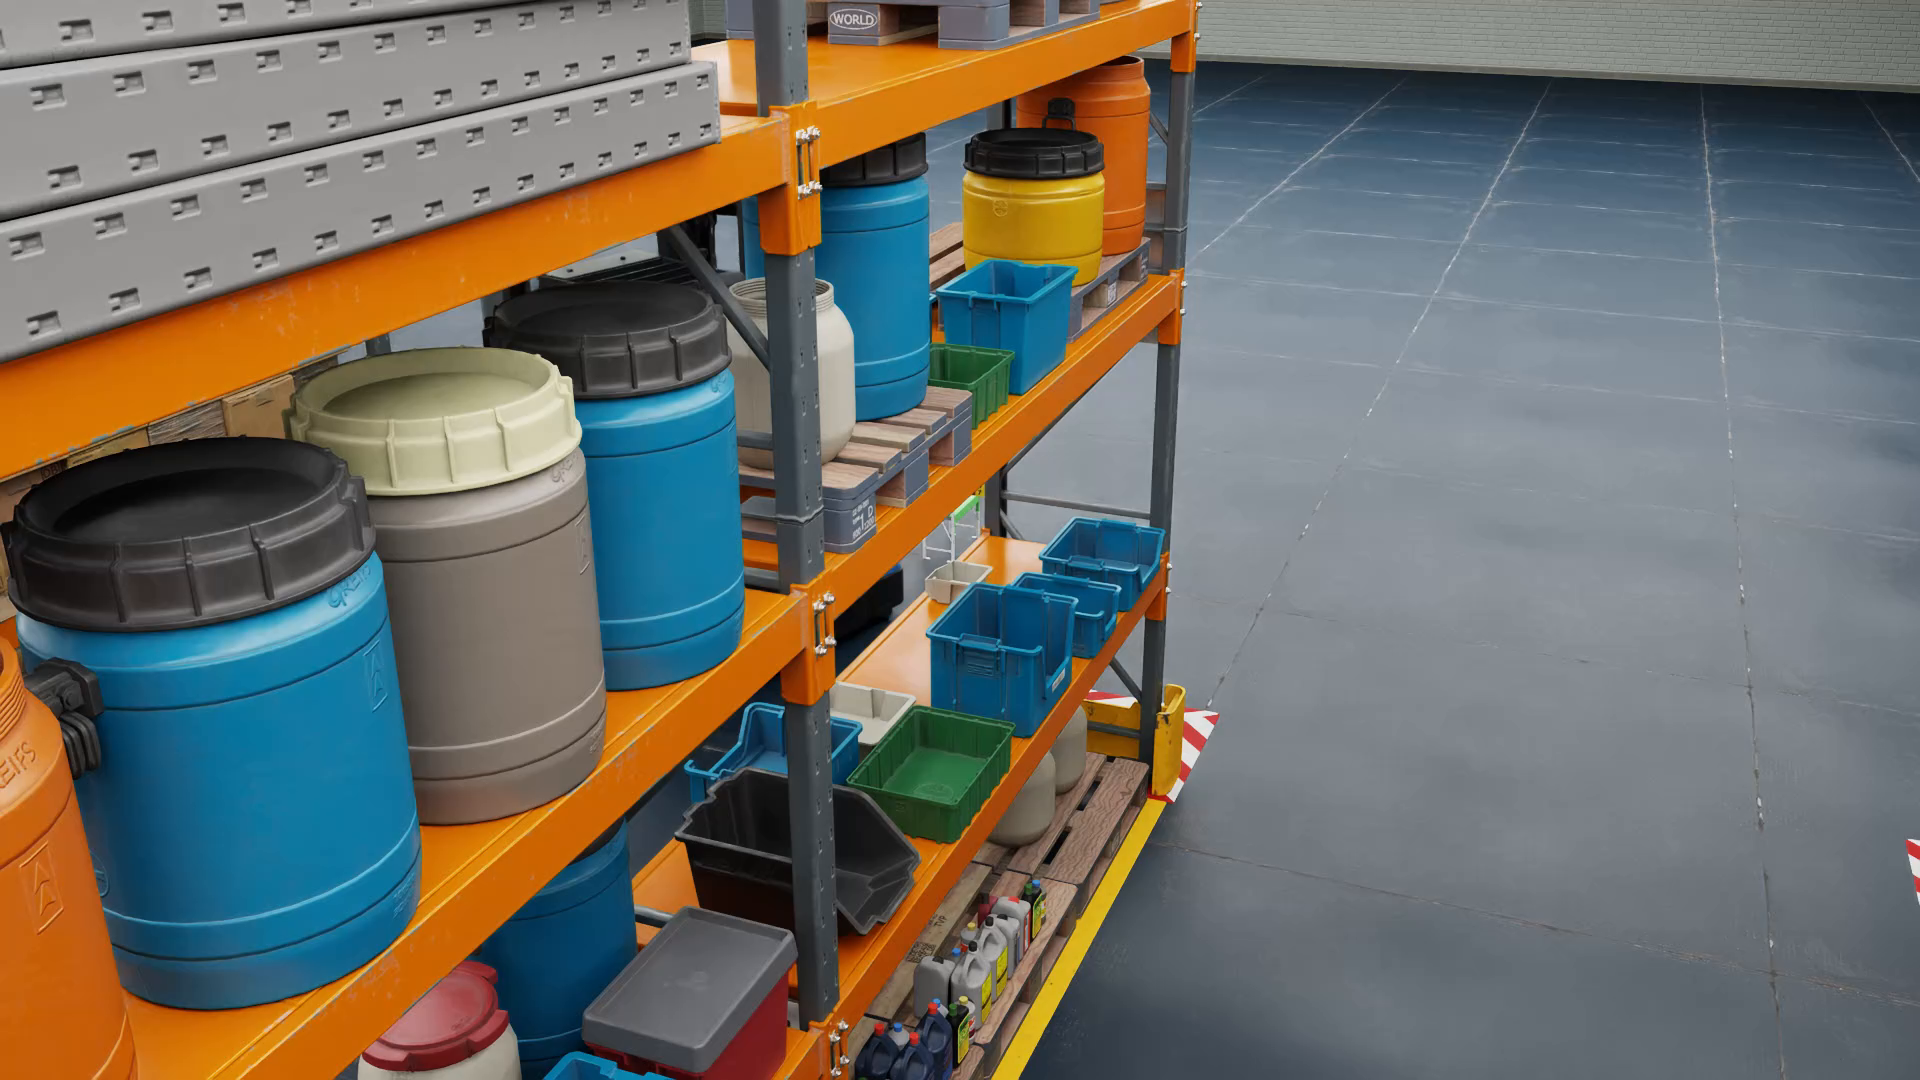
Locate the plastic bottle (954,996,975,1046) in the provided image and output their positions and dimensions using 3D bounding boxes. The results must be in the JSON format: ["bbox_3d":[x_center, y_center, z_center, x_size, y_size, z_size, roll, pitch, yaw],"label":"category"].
[{"bbox_3d":[0.014,1.947,6.758,0.097,0.201,0.097,0,23,0],"label":"plastic bottle"}]

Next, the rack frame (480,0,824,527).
[{"bbox_3d":[-0.868,-1.515,4.202,1.000,3.000,0.127,9,24,20],"label":"rack frame"}]

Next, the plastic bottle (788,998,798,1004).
[{"bbox_3d":[-0.705,1.817,6.875,0.144,0.351,0.185,9,24,20],"label":"plastic bottle"}]

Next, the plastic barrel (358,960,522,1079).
[{"bbox_3d":[-1.427,1.502,4.587,0.433,0.535,0.433,0,23,0],"label":"plastic barrel"}]

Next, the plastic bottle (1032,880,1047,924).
[{"bbox_3d":[0.342,1.630,7.516,0.097,0.201,0.097,0,23,0],"label":"plastic bottle"}]

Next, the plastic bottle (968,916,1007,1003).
[{"bbox_3d":[0.114,1.757,7.018,0.144,0.351,0.185,10,25,22],"label":"plastic bottle"}]

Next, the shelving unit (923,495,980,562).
[{"bbox_3d":[-0.061,-0.494,11.877,0.258,1.200,0.503,9,24,20],"label":"shelving unit"}]

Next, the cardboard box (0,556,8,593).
[{"bbox_3d":[-5.024,0.035,7.759,0.875,0.500,0.500,9,24,20],"label":"cardboard box"}]

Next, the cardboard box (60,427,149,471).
[{"bbox_3d":[-4.708,-0.332,8.637,0.875,0.500,0.500,9,24,20],"label":"cardboard box"}]

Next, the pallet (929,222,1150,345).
[{"bbox_3d":[0.219,-1.193,7.568,1.003,0.211,1.213,9,24,20],"label":"pallet"}]

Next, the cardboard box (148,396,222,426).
[{"bbox_3d":[-4.324,-0.941,8.799,0.500,0.500,0.500,9,24,20],"label":"cardboard box"}]

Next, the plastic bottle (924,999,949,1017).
[{"bbox_3d":[-0.093,1.954,6.649,0.097,0.271,0.097,0,23,0],"label":"plastic bottle"}]

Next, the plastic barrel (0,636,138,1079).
[{"bbox_3d":[-1.605,0.606,2.460,0.600,0.830,0.708,9,24,20],"label":"plastic barrel"}]

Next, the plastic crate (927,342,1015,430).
[{"bbox_3d":[-0.029,-0.559,6.079,0.336,0.188,0.450,9,24,20],"label":"plastic crate"}]

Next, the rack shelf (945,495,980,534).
[{"bbox_3d":[-0.061,-0.214,11.994,0.258,0.148,0.480,9,24,20],"label":"rack shelf"}]

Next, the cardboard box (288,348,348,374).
[{"bbox_3d":[-3.956,-1.300,9.657,0.500,0.500,0.500,9,24,20],"label":"cardboard box"}]

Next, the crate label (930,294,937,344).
[{"bbox_3d":[-0.385,-0.871,6.745,0.502,0.251,0.408,9,24,20],"label":"crate label"}]

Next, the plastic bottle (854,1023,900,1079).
[{"bbox_3d":[-0.317,2.022,6.382,0.144,0.351,0.185,9,24,20],"label":"plastic bottle"}]

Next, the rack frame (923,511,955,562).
[{"bbox_3d":[-0.152,-0.407,11.668,0.240,1.200,0.015,9,24,20],"label":"rack frame"}]

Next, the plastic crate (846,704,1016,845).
[{"bbox_3d":[-0.102,0.906,6.465,0.450,0.188,0.662,9,24,20],"label":"plastic crate"}]

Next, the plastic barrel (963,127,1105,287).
[{"bbox_3d":[0.312,-1.417,7.069,0.600,0.588,0.600,0,23,0],"label":"plastic barrel"}]

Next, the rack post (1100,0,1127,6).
[{"bbox_3d":[0.219,-2.463,7.121,0.937,0.300,0.954,12,25,26],"label":"rack post"}]

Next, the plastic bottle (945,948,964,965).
[{"bbox_3d":[-0.014,1.824,7.051,0.097,0.201,0.097,0,23,0],"label":"plastic bottle"}]

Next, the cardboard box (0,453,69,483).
[{"bbox_3d":[-4.693,-0.583,7.942,0.500,0.500,0.500,9,24,20],"label":"cardboard box"}]

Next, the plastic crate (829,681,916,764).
[{"bbox_3d":[-0.500,0.758,6.887,0.530,0.136,0.437,9,24,20],"label":"plastic crate"}]

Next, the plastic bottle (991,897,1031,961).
[{"bbox_3d":[0.223,1.682,7.295,0.152,0.276,0.135,9,24,20],"label":"plastic bottle"}]

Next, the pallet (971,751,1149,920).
[{"bbox_3d":[0.326,1.432,8.547,1.003,0.211,1.213,9,24,20],"label":"pallet"}]

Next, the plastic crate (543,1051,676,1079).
[{"bbox_3d":[-0.989,1.700,4.309,0.392,0.384,0.575,9,24,20],"label":"plastic crate"}]

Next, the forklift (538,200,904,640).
[{"bbox_3d":[-1.691,-0.563,9.795,1.130,2.935,3.031,17,28,35],"label":"forklift"}]

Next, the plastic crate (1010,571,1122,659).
[{"bbox_3d":[0.463,0.344,7.728,0.499,0.251,0.408,9,24,20],"label":"plastic crate"}]

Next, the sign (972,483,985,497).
[{"bbox_3d":[0.108,-0.386,8.924,0.100,0.325,0.005,9,24,20],"label":"sign"}]

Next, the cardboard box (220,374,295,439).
[{"bbox_3d":[-4.285,-0.682,9.474,0.875,0.500,0.500,9,24,20],"label":"cardboard box"}]

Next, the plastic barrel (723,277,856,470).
[{"bbox_3d":[-0.526,-0.502,4.979,0.421,0.512,0.421,0,23,0],"label":"plastic barrel"}]

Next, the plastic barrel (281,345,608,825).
[{"bbox_3d":[-1.099,0.085,3.613,0.600,0.901,0.600,0,23,0],"label":"plastic barrel"}]

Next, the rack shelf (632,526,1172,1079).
[{"bbox_3d":[-0.125,0.870,7.210,1.077,0.370,4.000,9,24,20],"label":"rack shelf"}]

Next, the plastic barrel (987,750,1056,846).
[{"bbox_3d":[0.258,1.202,8.164,0.421,0.512,0.421,0,23,0],"label":"plastic barrel"}]

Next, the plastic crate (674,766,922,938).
[{"bbox_3d":[-0.556,1.113,5.775,0.767,0.338,0.504,9,24,20],"label":"plastic crate"}]

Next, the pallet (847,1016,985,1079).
[{"bbox_3d":[-0.580,2.306,6.456,1.003,0.211,1.213,9,24,20],"label":"pallet"}]

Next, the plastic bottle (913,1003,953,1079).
[{"bbox_3d":[-0.113,1.976,6.495,0.144,0.351,0.185,8,24,18],"label":"plastic bottle"}]

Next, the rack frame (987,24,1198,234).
[{"bbox_3d":[0.617,-2.946,7.628,1.000,3.000,0.127,9,24,20],"label":"rack frame"}]

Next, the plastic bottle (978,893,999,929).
[{"bbox_3d":[0.124,1.663,7.329,0.061,0.283,0.133,9,24,20],"label":"plastic bottle"}]

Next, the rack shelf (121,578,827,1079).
[{"bbox_3d":[-1.611,0.917,3.205,1.077,0.370,4.000,9,24,20],"label":"rack shelf"}]

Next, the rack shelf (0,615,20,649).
[{"bbox_3d":[-4.724,0.160,8.908,1.077,0.370,4.000,9,24,20],"label":"rack shelf"}]

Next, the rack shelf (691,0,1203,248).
[{"bbox_3d":[-0.125,-1.714,6.131,1.077,0.370,4.000,9,24,20],"label":"rack shelf"}]
